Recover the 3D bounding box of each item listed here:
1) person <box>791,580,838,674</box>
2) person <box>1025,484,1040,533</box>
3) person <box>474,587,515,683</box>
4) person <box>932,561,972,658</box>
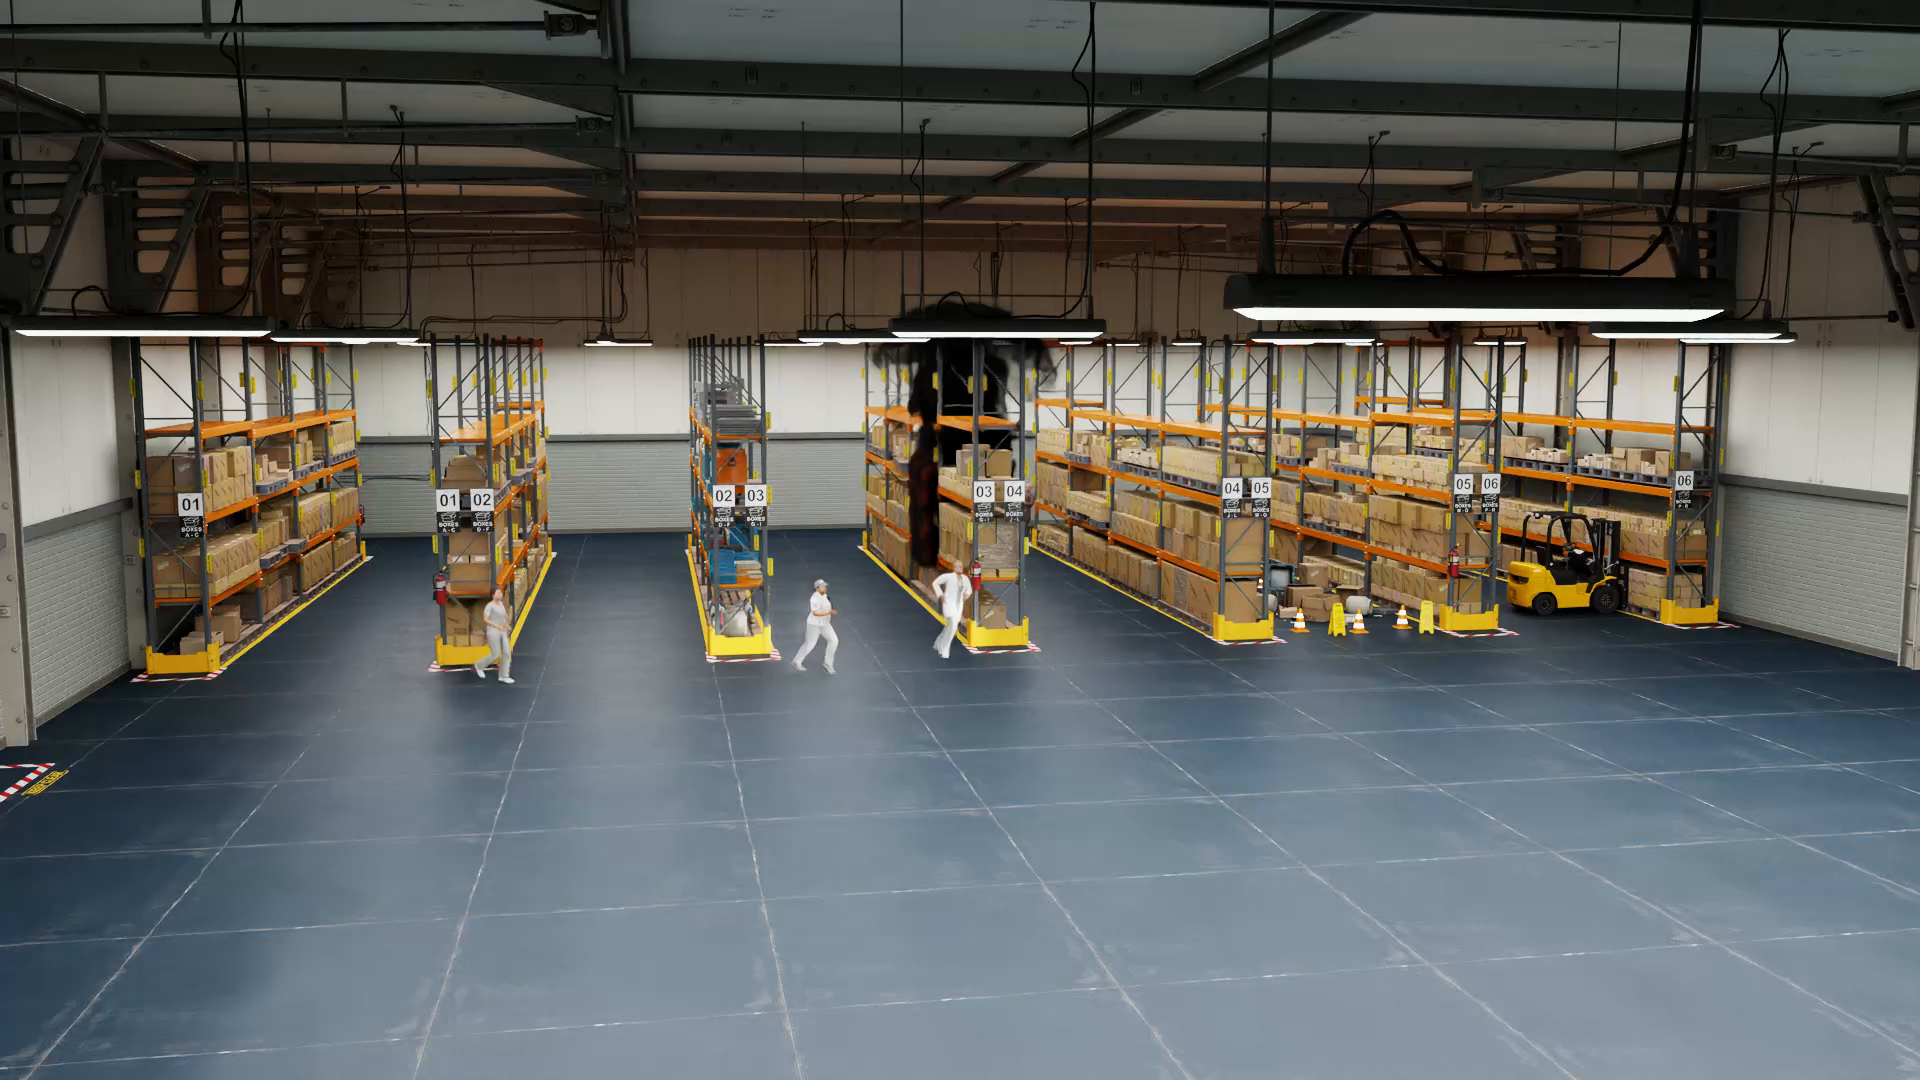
[{"bbox_3d":[-2.530,1.541,29.444,0.875,1.712,0.610,3,7,24],"label":"person"},{"bbox_3d":[1.930,-0.795,49.436,0.915,1.750,0.750,-4,7,-29],"label":"person"},{"bbox_3d":[-8.028,1.625,28.701,0.763,1.666,0.590,2,7,20],"label":"person"},{"bbox_3d":[-0.137,1.294,31.241,0.714,1.811,0.733,-6,9,-40],"label":"person"}]
